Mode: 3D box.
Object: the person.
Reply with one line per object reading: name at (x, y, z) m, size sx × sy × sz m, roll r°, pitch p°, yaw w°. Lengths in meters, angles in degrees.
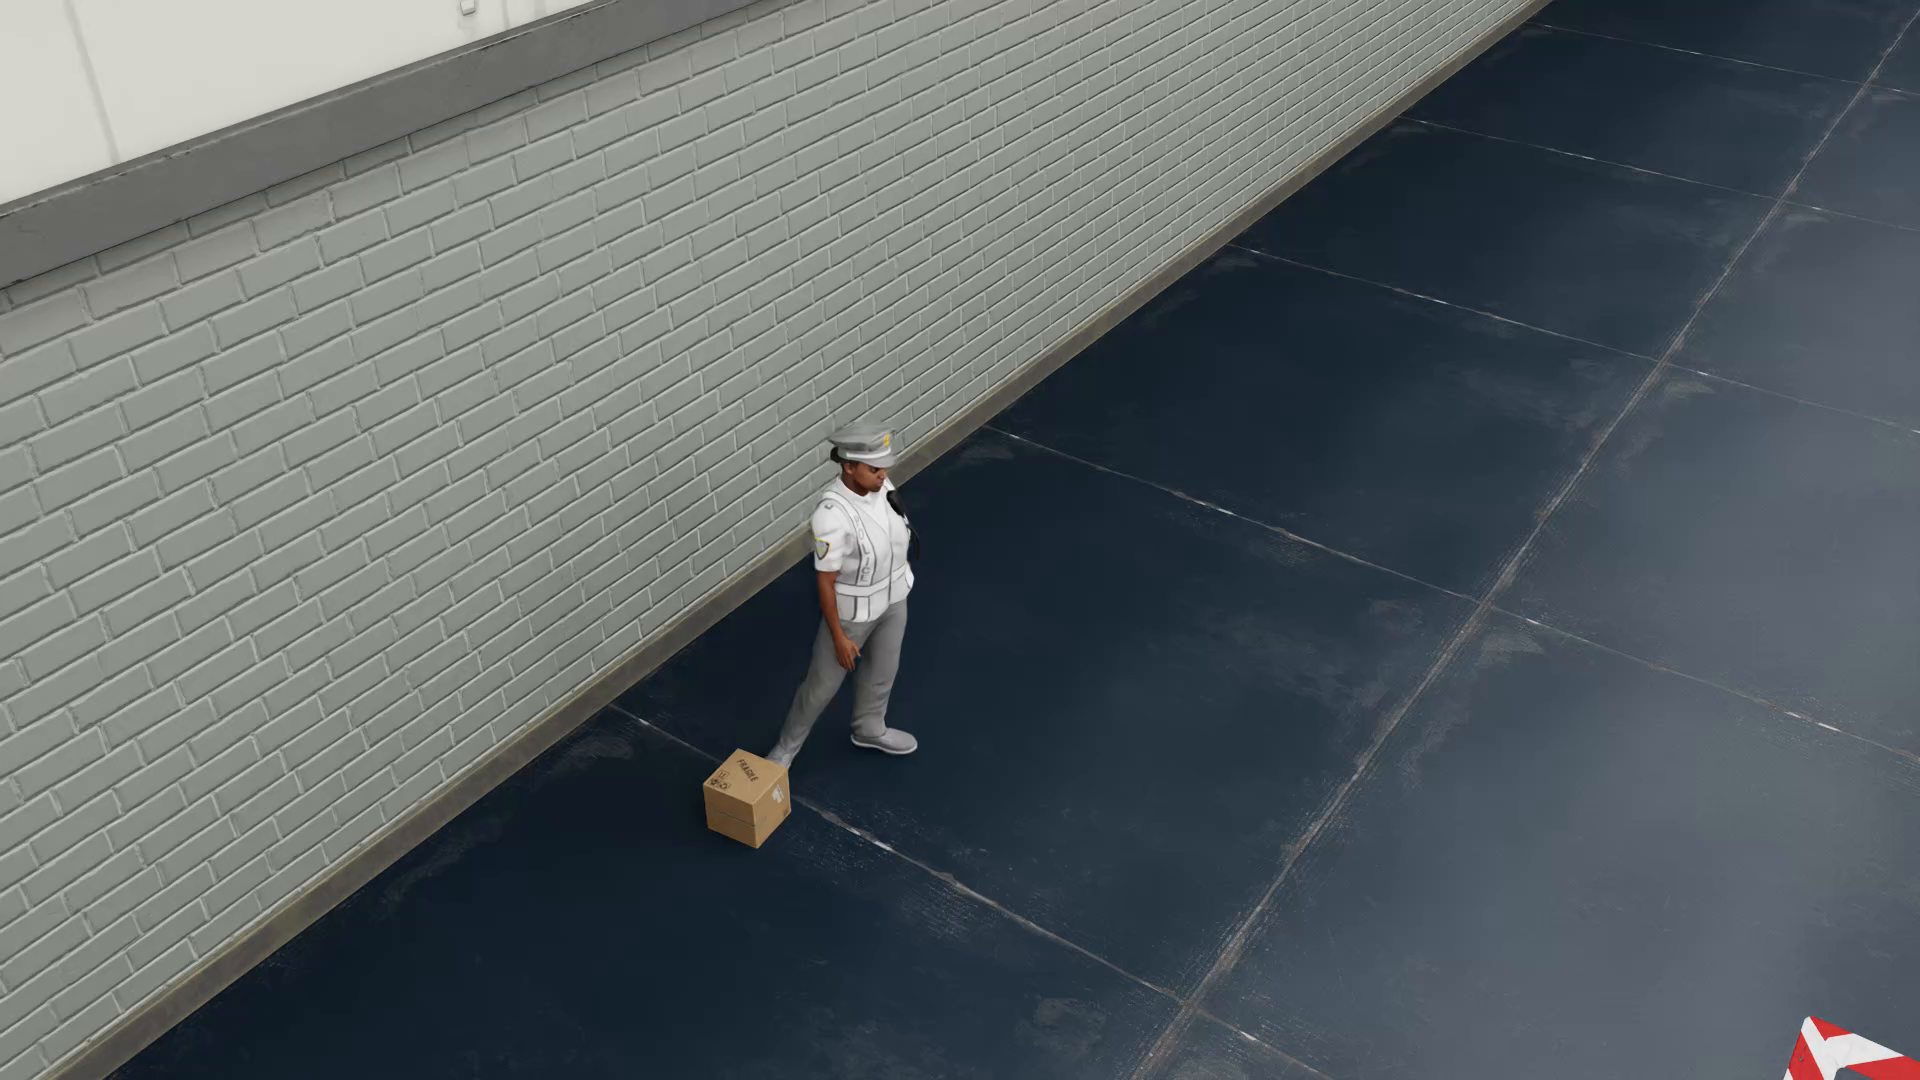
person at (-0.511, 0.283, 6.729) m, size 0.491 × 1.670 × 0.676 m, roll 26°, pitch 43°, yaw 32°
